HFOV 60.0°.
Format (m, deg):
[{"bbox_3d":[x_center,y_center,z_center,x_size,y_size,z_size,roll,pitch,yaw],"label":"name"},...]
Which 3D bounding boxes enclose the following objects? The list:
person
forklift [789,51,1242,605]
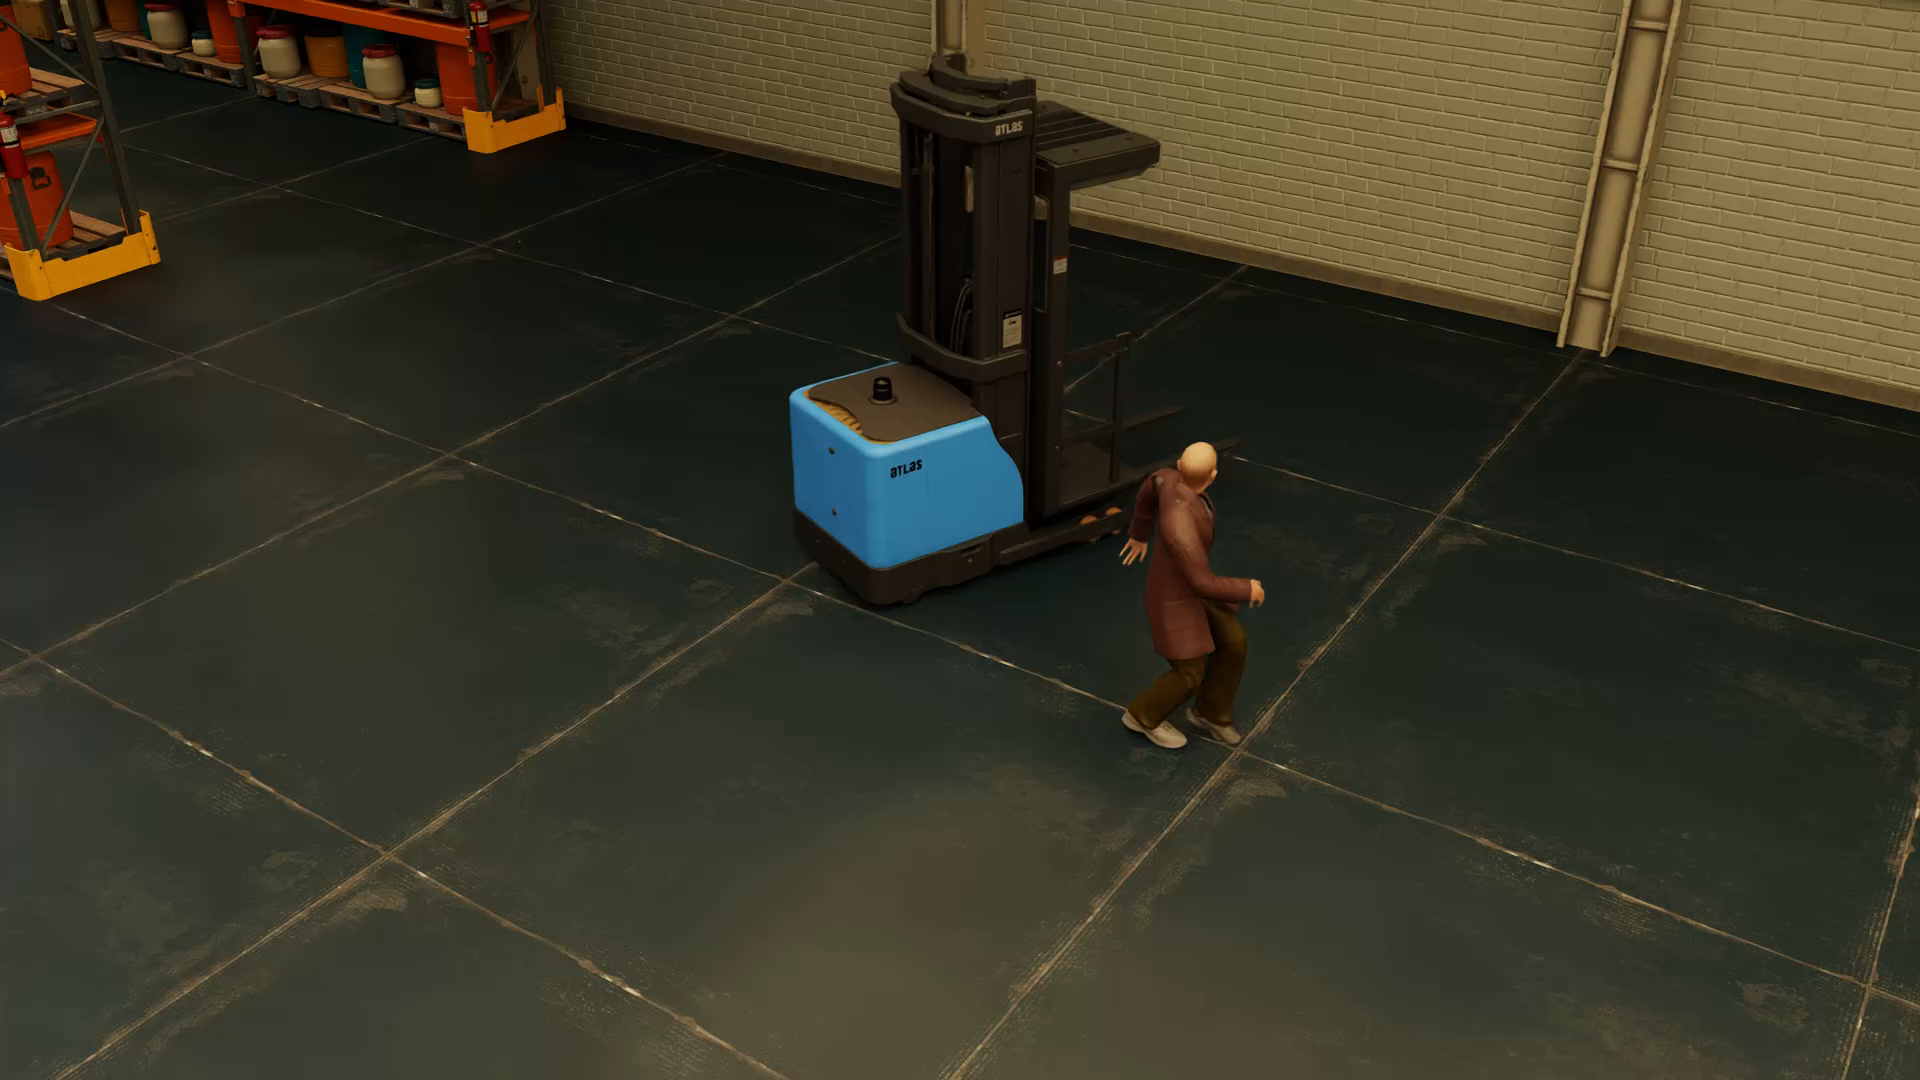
[{"bbox_3d":[1.111,0.305,8.339,0.825,1.784,0.689,12,32,20],"label":"person"},{"bbox_3d":[0.468,-1.452,10.082,3.031,2.935,1.130,-19,35,-29],"label":"forklift"}]
